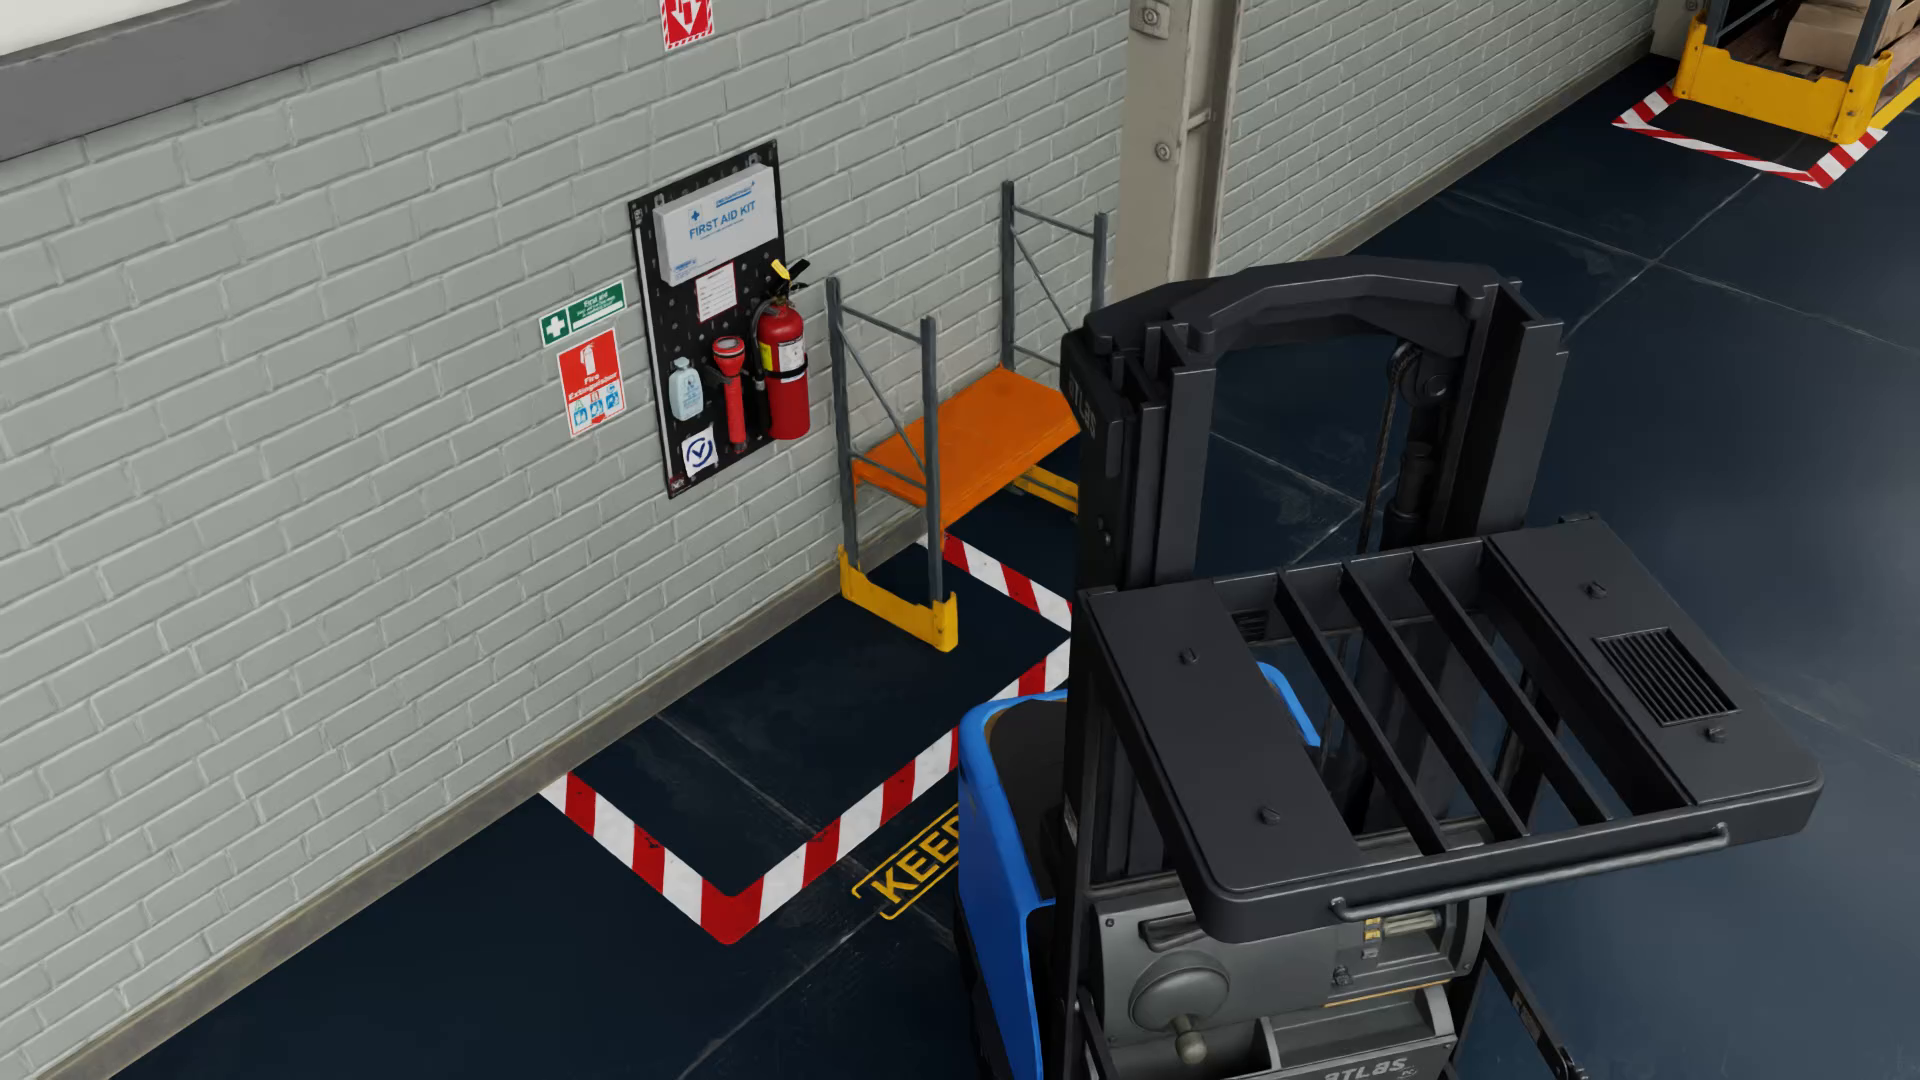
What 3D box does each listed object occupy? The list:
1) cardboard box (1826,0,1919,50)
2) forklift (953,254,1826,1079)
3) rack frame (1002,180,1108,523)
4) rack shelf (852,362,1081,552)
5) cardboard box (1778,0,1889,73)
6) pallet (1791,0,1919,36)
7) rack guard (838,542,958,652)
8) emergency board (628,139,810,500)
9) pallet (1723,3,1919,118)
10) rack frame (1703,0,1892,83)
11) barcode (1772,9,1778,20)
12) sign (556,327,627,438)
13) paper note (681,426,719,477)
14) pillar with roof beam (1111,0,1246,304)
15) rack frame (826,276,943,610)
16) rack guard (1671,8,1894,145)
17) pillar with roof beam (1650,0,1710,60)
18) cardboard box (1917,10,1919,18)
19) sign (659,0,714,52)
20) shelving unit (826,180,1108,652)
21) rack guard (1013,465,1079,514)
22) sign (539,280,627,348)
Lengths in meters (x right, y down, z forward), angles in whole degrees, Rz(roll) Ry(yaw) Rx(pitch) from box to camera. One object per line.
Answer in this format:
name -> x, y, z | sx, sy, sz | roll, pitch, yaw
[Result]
cardboard box -> 6.070, -3.565, 11.131 | 0.500, 0.311, 0.500 | -30, 47, -32
forklift -> 0.815, 1.006, 3.630 | 1.130, 2.935, 3.031 | -8, 39, -10
rack frame -> 0.379, -0.744, 6.967 | 0.500, 1.500, 0.032 | 27, 45, 31
rack shelf -> 0.055, -0.361, 6.771 | 0.538, 0.185, 1.000 | 27, 45, 31
cardboard box -> 5.685, -3.304, 10.801 | 0.500, 0.311, 0.500 | 24, 44, 27
pallet -> 6.600, -3.763, 11.813 | 1.003, 0.211, 1.213 | 30, 47, 32
rack guard -> -0.254, 0.224, 6.748 | 0.587, 0.250, 0.087 | 27, 45, 31
emergency board -> -0.758, -0.713, 5.736 | 0.194, 1.169, 0.643 | 30, 47, 32
pallet -> 5.777, -3.205, 11.112 | 1.003, 0.211, 1.213 | 30, 47, 32
rack frame -> 5.152, -3.904, 9.749 | 1.000, 3.000, 0.127 | 30, 47, 32
barcode -> 5.402, -3.483, 11.020 | 0.001, 0.075, 0.075 | 30, 47, 32
sign -> -1.207, -0.516, 5.460 | 0.001, 0.329, 0.234 | 30, 47, 32
paper note -> -0.928, -0.316, 5.945 | 0.016, 0.148, 0.142 | 30, 47, 32
pillar with roof beam -> 4.115, -2.372, 3.003 | 9.100, 9.000, 0.400 | 30, 47, 32
rack frame -> -0.275, -0.263, 6.356 | 0.500, 1.500, 0.032 | 27, 45, 31
rack guard -> 5.203, -2.960, 10.571 | 1.175, 0.500, 0.348 | 30, 47, 32
pillar with roof beam -> 8.163, -5.129, 6.470 | 9.100, 9.000, 0.400 | 30, 47, 32
cardboard box -> 6.601, -3.955, 11.469 | 0.700, 0.500, 0.500 | 27, 46, 29
sign -> -0.837, -1.658, 5.063 | 0.001, 0.298, 0.199 | 30, 47, 32
shelving unit -> 0.058, -0.508, 6.667 | 0.587, 1.500, 1.083 | 27, 45, 31
rack guard -> 0.388, -0.247, 7.347 | 0.587, 0.250, 0.087 | 27, 45, 31
sign -> -1.197, -0.722, 5.293 | 0.001, 0.109, 0.331 | 30, 47, 32
